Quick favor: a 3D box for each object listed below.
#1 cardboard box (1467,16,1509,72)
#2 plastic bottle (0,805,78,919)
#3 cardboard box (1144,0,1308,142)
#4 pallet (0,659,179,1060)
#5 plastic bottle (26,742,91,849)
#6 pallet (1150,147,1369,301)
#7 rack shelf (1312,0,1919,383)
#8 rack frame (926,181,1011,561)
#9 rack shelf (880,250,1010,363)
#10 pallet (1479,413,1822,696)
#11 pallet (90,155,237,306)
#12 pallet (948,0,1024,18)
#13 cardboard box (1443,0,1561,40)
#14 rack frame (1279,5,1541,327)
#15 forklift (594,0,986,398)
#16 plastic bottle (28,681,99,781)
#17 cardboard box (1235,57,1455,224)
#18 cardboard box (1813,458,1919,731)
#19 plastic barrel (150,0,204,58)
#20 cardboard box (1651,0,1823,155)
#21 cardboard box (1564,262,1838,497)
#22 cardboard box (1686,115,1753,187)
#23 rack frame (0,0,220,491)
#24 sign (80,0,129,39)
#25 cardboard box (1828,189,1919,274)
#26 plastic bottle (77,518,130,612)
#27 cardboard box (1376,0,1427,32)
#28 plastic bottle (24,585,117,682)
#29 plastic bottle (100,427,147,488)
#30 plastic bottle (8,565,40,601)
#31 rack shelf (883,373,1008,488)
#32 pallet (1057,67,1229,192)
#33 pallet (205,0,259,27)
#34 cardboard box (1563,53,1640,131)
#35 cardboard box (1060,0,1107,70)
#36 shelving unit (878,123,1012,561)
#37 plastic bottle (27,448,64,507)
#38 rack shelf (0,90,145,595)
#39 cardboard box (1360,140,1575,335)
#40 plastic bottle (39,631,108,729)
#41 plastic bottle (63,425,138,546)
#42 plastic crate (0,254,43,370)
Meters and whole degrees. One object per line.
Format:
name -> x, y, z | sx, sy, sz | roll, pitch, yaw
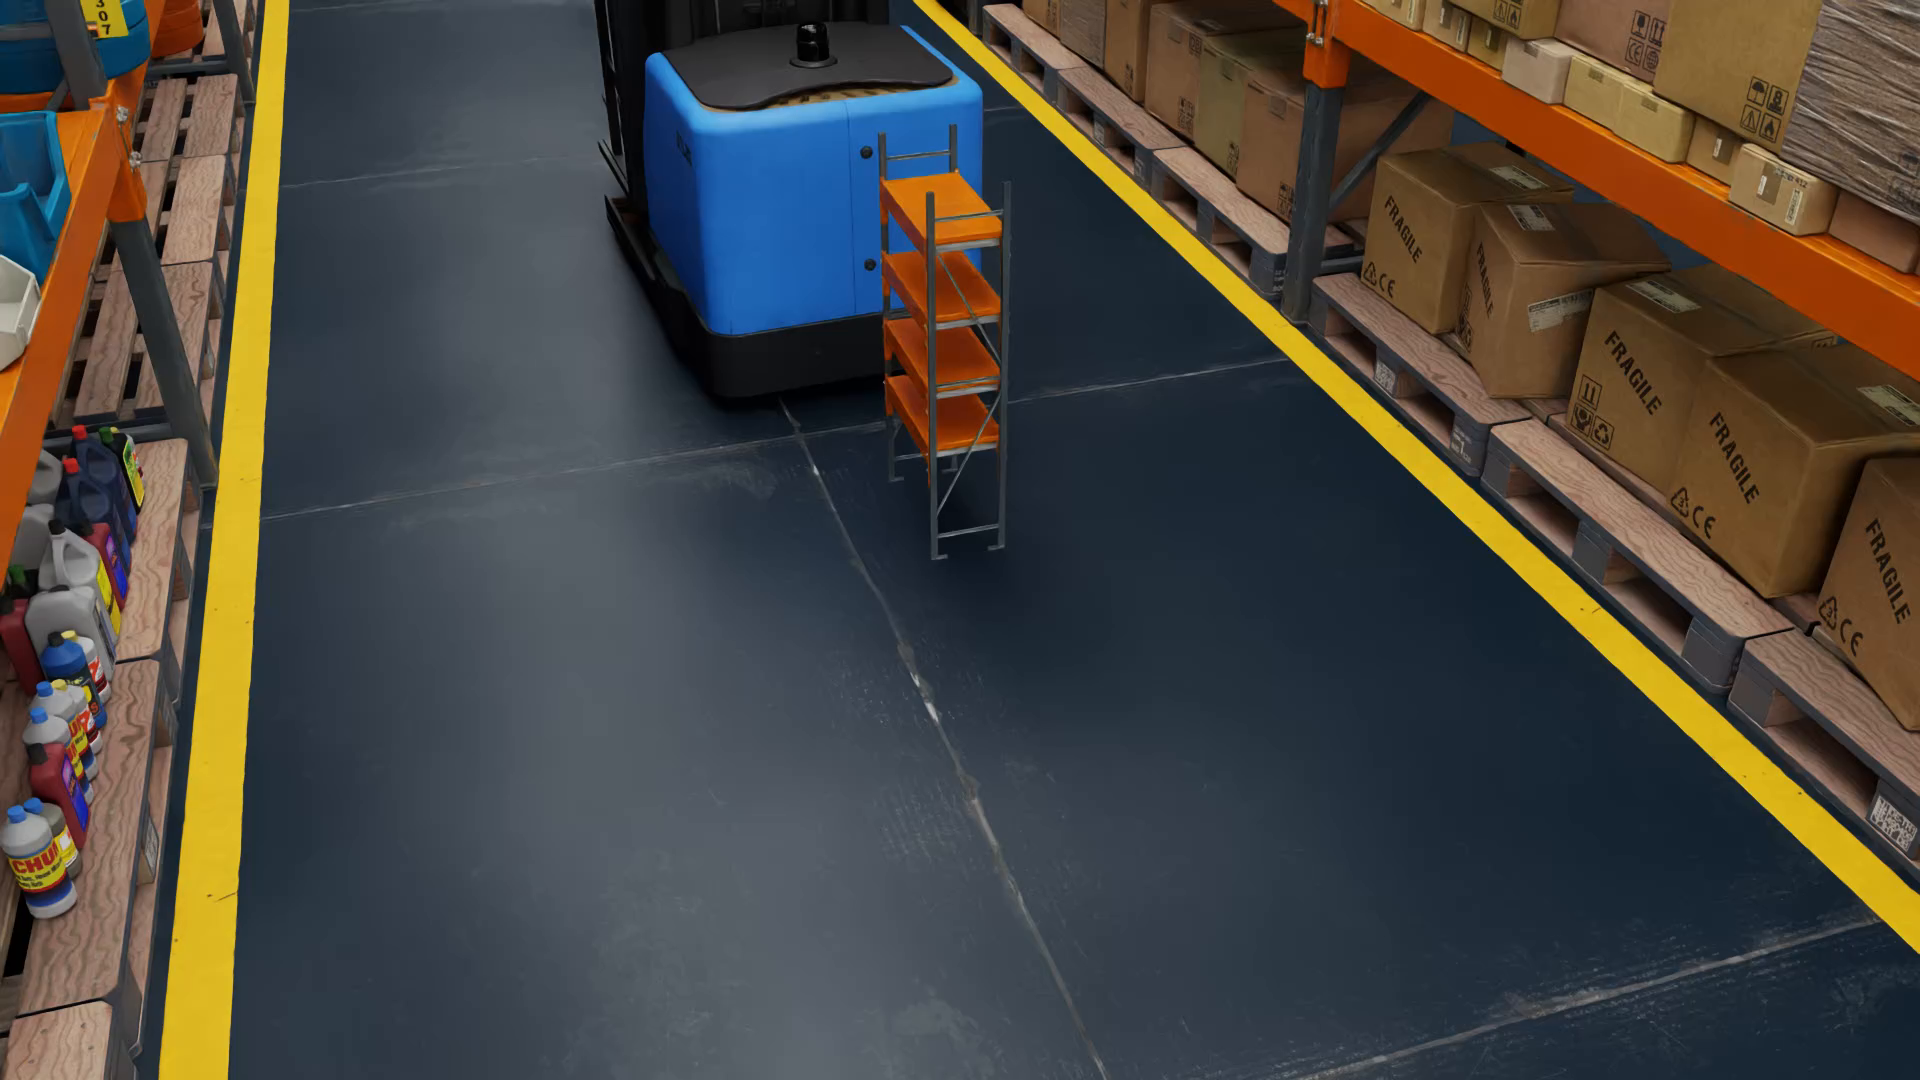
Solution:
cardboard box -> 1.795, -1.544, 5.093 | 0.380, 0.149, 0.250 | -10, 35, -15
plastic bottle -> -1.989, 0.682, 3.573 | 0.097, 0.271, 0.097 | 0, 33, 0
cardboard box -> 1.299, -2.216, 7.751 | 0.700, 0.500, 0.500 | -13, 36, -19
pallet -> -2.411, 0.796, 3.854 | 1.003, 0.211, 1.213 | -10, 35, -15
plastic bottle -> -2.040, 0.555, 3.754 | 0.061, 0.283, 0.133 | -9, 35, -14
pallet -> 1.526, -1.447, 7.248 | 1.003, 0.211, 1.213 | -10, 35, -15
rack shelf -> 2.375, -0.852, 4.470 | 1.077, 0.370, 4.000 | -10, 35, -15
rack frame -> 0.024, -0.459, 4.857 | 0.240, 1.200, 0.015 | -10, 35, -15
rack shelf -> -0.050, -0.718, 4.965 | 0.258, 0.148, 0.480 | -10, 35, -15
pallet -> 2.379, -0.050, 5.134 | 1.003, 0.211, 1.213 | -10, 35, -15
pallet -> -3.605, -1.253, 6.955 | 1.003, 0.211, 1.213 | -10, 35, -15
pallet -> 0.376, -3.565, 10.454 | 1.003, 0.211, 1.213 | -10, 35, -15
cardboard box -> 1.962, -1.852, 4.972 | 0.875, 0.500, 0.500 | -10, 35, -15
rack frame -> 1.764, -2.202, 5.861 | 1.000, 3.000, 0.127 | -10, 35, -15
forklift -> -0.903, -2.531, 6.421 | 1.130, 2.935, 3.031 | -12, 35, -17
plastic bottle -> -2.124, 0.449, 3.925 | 0.097, 0.271, 0.097 | 0, 33, 0
cardboard box -> 1.598, -1.668, 6.922 | 0.700, 0.500, 0.500 | -13, 36, -18
cardboard box -> 2.595, 0.127, 4.223 | 0.500, 0.500, 0.500 | -1, 33, -2
plastic barrel -> -4.338, -2.993, 8.646 | 0.600, 0.830, 0.708 | -10, 35, -15
cardboard box -> 2.323, -1.337, 4.193 | 0.875, 0.500, 0.500 | -10, 35, -15
cardboard box -> 2.295, -0.505, 5.180 | 0.500, 0.500, 0.500 | -13, 36, -19
cardboard box -> 2.133, -1.025, 4.308 | 0.380, 0.149, 0.250 | -10, 35, -15
rack frame -> -2.952, -1.369, 4.601 | 1.000, 3.000, 0.127 | -10, 35, -15
sign -> -2.425, -1.571, 4.656 | 0.100, 0.325, 0.005 | -10, 35, -15
cardboard box -> 2.304, -0.765, 3.915 | 0.380, 0.149, 0.250 | -10, 35, -15
plastic bottle -> -2.334, 0.050, 4.519 | 0.061, 0.283, 0.133 | -8, 34, -12
cardboard box -> 1.607, -1.800, 5.481 | 0.380, 0.149, 0.250 | -10, 35, -15
plastic bottle -> -2.279, 0.230, 4.253 | 0.152, 0.276, 0.135 | -9, 35, -14
plastic bottle -> -2.545, -0.247, 5.042 | 0.097, 0.201, 0.097 | 0, 33, 0
plastic bottle -> -2.414, 0.172, 4.334 | 0.061, 0.283, 0.133 | -10, 35, -15
rack shelf -> -0.050, -0.366, 5.197 | 0.258, 0.148, 0.480 | -10, 35, -15
pallet -> 1.150, -2.089, 8.219 | 1.003, 0.211, 1.213 | -10, 35, -15
pallet -> -4.821, -3.352, 10.131 | 1.003, 0.211, 1.213 | -10, 35, -15
cardboard box -> 1.948, -1.281, 4.696 | 0.380, 0.149, 0.250 | -10, 35, -15
cardboard box -> 0.949, -2.805, 8.642 | 0.700, 0.500, 0.500 | -13, 36, -19
shelving unit -> -0.050, -0.587, 5.051 | 0.258, 1.200, 0.503 | -10, 35, -15
plastic bottle -> -2.619, -0.133, 4.735 | 0.144, 0.351, 0.185 | -10, 35, -15
rack shelf -> -2.342, -0.019, 3.210 | 1.077, 0.370, 4.000 | -10, 35, -15
cardboard box -> 1.848, -1.117, 6.107 | 0.500, 0.500, 0.500 | -11, 35, -16
plastic bottle -> -2.185, 0.343, 4.086 | 0.097, 0.271, 0.097 | 0, 33, 0
plastic bottle -> -2.481, -0.158, 4.771 | 0.144, 0.351, 0.185 | -11, 35, -16
plastic crate -> -2.216, -0.449, 3.448 | 0.530, 0.136, 0.437 | -10, 35, -15
